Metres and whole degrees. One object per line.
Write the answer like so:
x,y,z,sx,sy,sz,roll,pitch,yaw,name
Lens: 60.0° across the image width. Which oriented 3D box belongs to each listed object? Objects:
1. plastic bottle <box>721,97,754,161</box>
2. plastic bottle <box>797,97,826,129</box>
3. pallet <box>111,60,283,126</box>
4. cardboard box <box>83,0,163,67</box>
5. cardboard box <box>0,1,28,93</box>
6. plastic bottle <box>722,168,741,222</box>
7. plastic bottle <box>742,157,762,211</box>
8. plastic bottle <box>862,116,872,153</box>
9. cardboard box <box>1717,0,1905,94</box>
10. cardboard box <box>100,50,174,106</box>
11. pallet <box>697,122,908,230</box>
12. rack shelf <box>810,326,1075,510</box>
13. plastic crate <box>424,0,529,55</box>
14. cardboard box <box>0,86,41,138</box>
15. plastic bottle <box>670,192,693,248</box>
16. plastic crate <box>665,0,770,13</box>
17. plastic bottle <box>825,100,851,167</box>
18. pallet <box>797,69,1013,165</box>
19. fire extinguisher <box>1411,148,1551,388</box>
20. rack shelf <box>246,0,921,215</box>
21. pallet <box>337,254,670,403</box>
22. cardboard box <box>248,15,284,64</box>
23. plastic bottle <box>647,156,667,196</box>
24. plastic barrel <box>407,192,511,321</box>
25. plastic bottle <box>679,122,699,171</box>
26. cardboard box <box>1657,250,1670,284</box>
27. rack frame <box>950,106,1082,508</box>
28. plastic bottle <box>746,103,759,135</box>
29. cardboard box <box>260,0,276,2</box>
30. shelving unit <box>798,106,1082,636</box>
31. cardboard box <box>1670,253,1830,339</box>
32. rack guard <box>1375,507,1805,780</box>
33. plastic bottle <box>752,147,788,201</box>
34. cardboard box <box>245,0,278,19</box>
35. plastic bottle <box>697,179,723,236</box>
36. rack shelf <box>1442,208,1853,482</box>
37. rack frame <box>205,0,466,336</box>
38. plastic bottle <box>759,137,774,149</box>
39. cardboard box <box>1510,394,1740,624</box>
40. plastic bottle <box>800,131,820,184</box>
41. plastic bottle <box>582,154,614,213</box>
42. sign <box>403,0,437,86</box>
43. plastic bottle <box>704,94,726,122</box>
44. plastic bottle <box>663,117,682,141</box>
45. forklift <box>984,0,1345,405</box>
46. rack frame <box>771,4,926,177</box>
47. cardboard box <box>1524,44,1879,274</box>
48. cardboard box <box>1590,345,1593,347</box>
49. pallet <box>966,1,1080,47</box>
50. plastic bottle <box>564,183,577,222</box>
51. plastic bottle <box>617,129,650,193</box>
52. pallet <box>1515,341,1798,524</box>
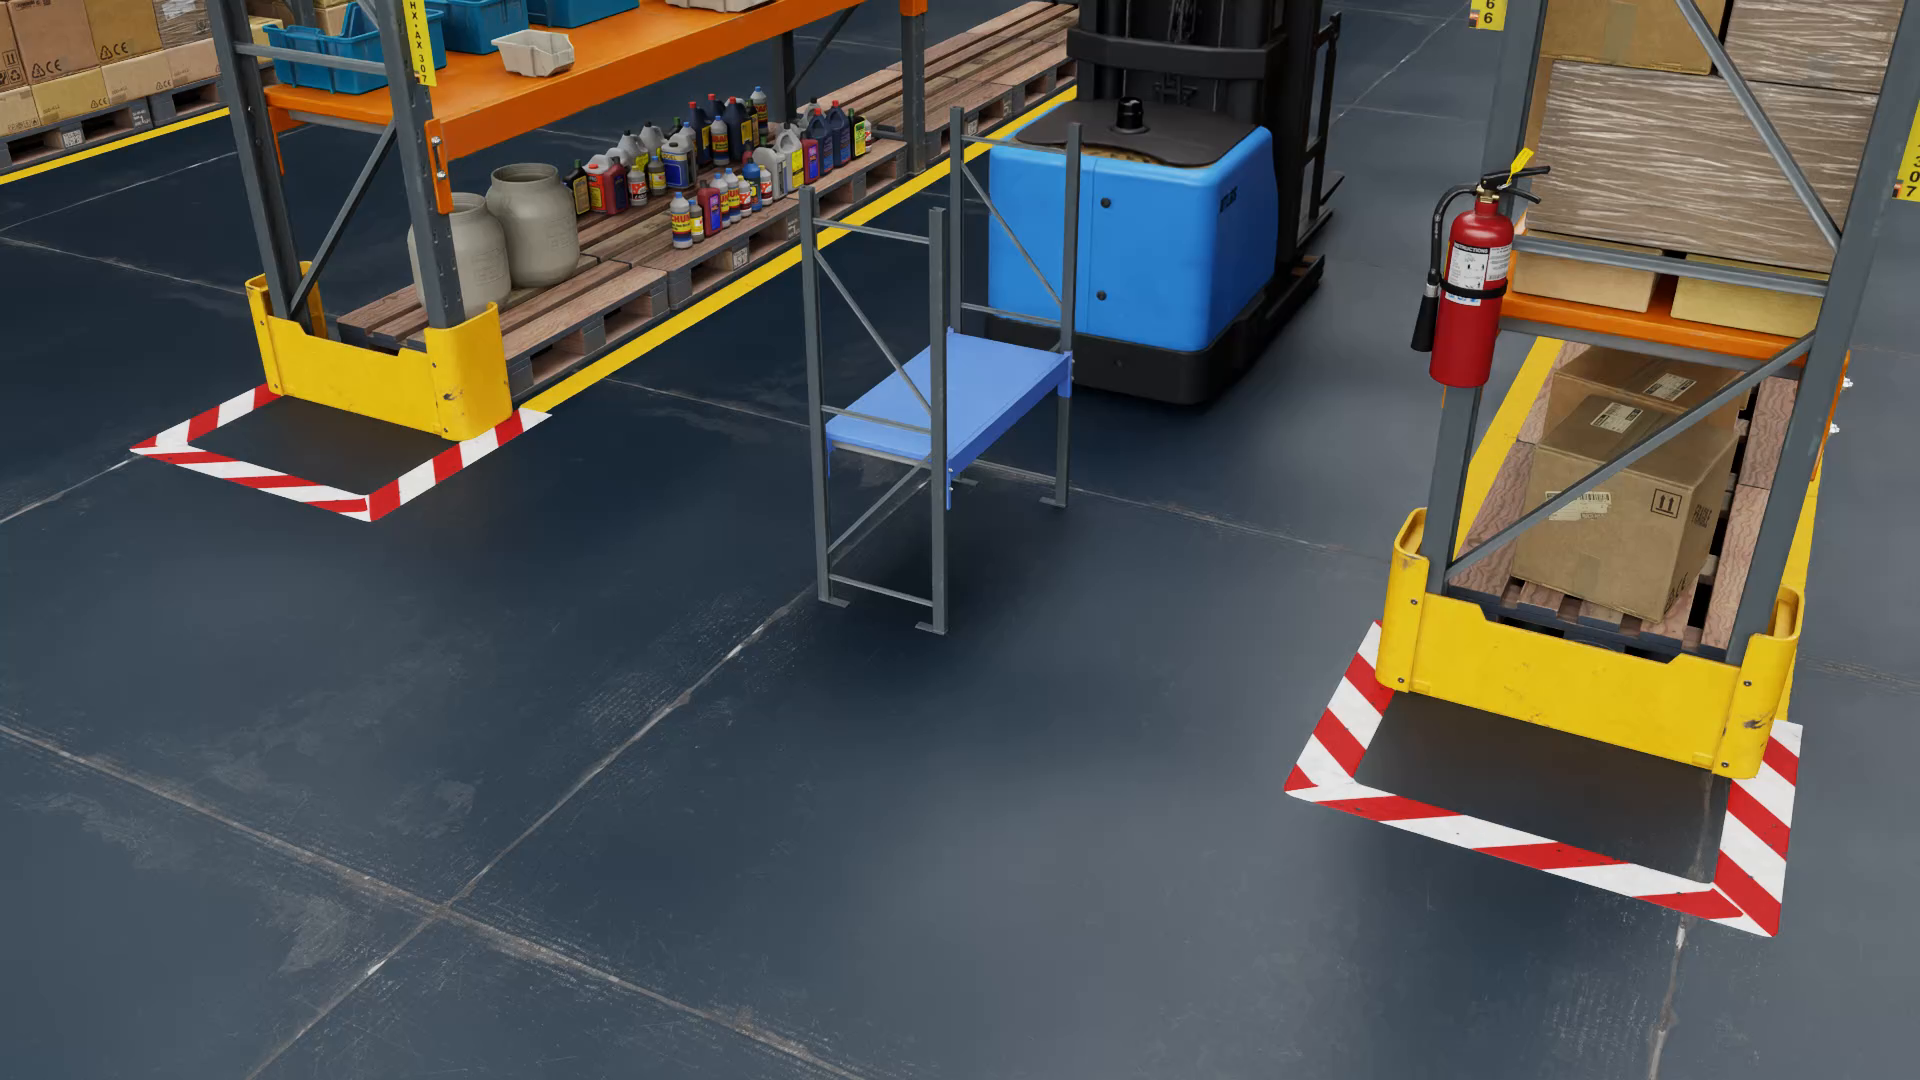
-1.290,-2.387,9.613,0.144,0.351,0.185,14,33,23,plastic bottle
-0.846,-2.365,9.575,0.144,0.351,0.185,14,33,23,plastic bottle
-5.489,-3.214,11.636,1.003,0.211,1.213,14,33,23,pallet
-5.568,-3.385,10.719,0.500,0.500,0.500,14,33,23,cardboard box
-6.027,-2.942,9.948,0.500,0.500,0.500,14,33,23,cardboard box
-1.198,-1.805,8.679,0.097,0.271,0.097,0,30,0,plastic bottle
-1.106,-1.895,8.836,0.097,0.271,0.097,0,30,0,plastic bottle
-0.569,-2.387,9.763,0.097,0.201,0.097,0,30,0,plastic bottle
2.399,-1.532,4.503,0.500,0.500,0.500,14,33,23,cardboard box
-5.557,-3.057,10.900,0.500,0.250,0.500,14,33,23,cardboard box
-1.024,-2.144,9.771,1.003,0.211,1.213,14,33,23,pallet
-0.039,-0.457,5.900,0.538,0.185,1.000,14,33,23,rack shelf
-2.241,-2.380,7.532,0.499,0.251,0.408,14,33,23,plastic crate
-6.016,-2.614,10.130,0.500,0.250,0.500,14,33,23,cardboard box
-1.400,-1.609,8.337,0.097,0.271,0.097,0,30,0,plastic bottle
-1.196,-2.750,8.291,0.530,0.136,0.437,14,33,23,plastic crate
-0.718,-2.333,9.518,0.144,0.351,0.185,13,32,22,plastic bottle
-0.358,-2.789,10.895,1.003,0.211,1.213,14,33,23,pallet
1.443,-0.765,4.647,0.296,0.674,0.183,14,33,23,fire extinguisher
-1.592,-2.443,8.214,1.077,0.370,4.000,14,33,23,rack shelf
-2.136,-1.062,7.888,1.003,0.211,1.213,14,33,23,pallet
-5.106,-3.501,11.674,0.500,0.250,0.500,14,33,23,cardboard box
-1.655,-1.992,9.076,0.097,0.201,0.097,0,30,0,plastic bottle
-2.272,-1.280,7.544,0.421,0.512,0.421,0,30,0,plastic barrel
-1.538,-2.228,9.415,0.097,0.271,0.097,0,30,0,plastic bottle
1.966,-0.919,5.091,0.380,0.149,0.250,14,33,23,cardboard box
0.193,-0.838,6.203,0.500,1.500,0.032,14,33,23,rack frame
-1.263,-2.532,10.015,0.097,0.201,0.097,0,30,0,plastic bottle
-5.160,-4.244,12.405,0.500,0.311,0.500,14,33,23,cardboard box
-0.039,-0.613,5.811,0.538,1.500,1.048,14,33,23,shelving unit
2.248,-0.708,4.723,0.380,0.149,0.250,14,33,23,cardboard box
1.940,0.306,5.215,1.175,0.500,0.348,14,33,23,rack guard
-1.030,-2.001,9.015,0.152,0.276,0.135,15,33,24,plastic bottle
-5.158,-4.006,12.553,0.500,0.250,0.500,14,33,23,cardboard box
-1.281,-1.710,8.502,0.061,0.283,0.133,15,33,24,plastic bottle
2.817,-1.319,6.257,1.077,0.370,4.000,14,33,23,rack shelf
-2.503,-1.868,6.491,1.000,3.000,0.127,14,33,23,rack frame
-1.056,-2.087,9.158,0.061,0.283,0.133,14,33,23,plastic bottle
2.205,-0.116,5.528,0.500,0.500,0.500,21,36,32,cardboard box
-0.843,-2.137,9.244,0.061,0.283,0.133,17,34,27,plastic bottle
-1.918,-1.897,8.834,0.152,0.276,0.135,15,33,24,plastic bottle
-2.016,-1.861,6.201,0.100,0.325,0.005,14,33,23,sign
-1.418,-2.420,9.670,0.144,0.351,0.185,15,33,25,plastic bottle
-1.617,-2.243,9.430,0.061,0.283,0.133,16,33,25,plastic bottle
1.211,-2.561,7.766,1.130,2.935,3.031,14,33,22,forklift
-0.681,-3.641,9.579,1.000,3.000,0.127,14,33,23,rack frame
2.181,-1.154,4.849,0.875,0.500,0.500,14,33,23,cardboard box
2.749,-0.662,6.478,0.500,0.500,0.500,18,34,28,cardboard box
0.753,-3.871,12.778,1.003,0.211,1.213,14,33,23,pallet
-2.057,-1.759,8.669,0.097,0.201,0.097,0,30,0,plastic bottle
-1.783,-2.065,9.052,0.144,0.351,0.185,16,33,25,plastic bottle
2.899,-0.460,6.839,1.003,0.211,1.213,14,33,23,pallet
